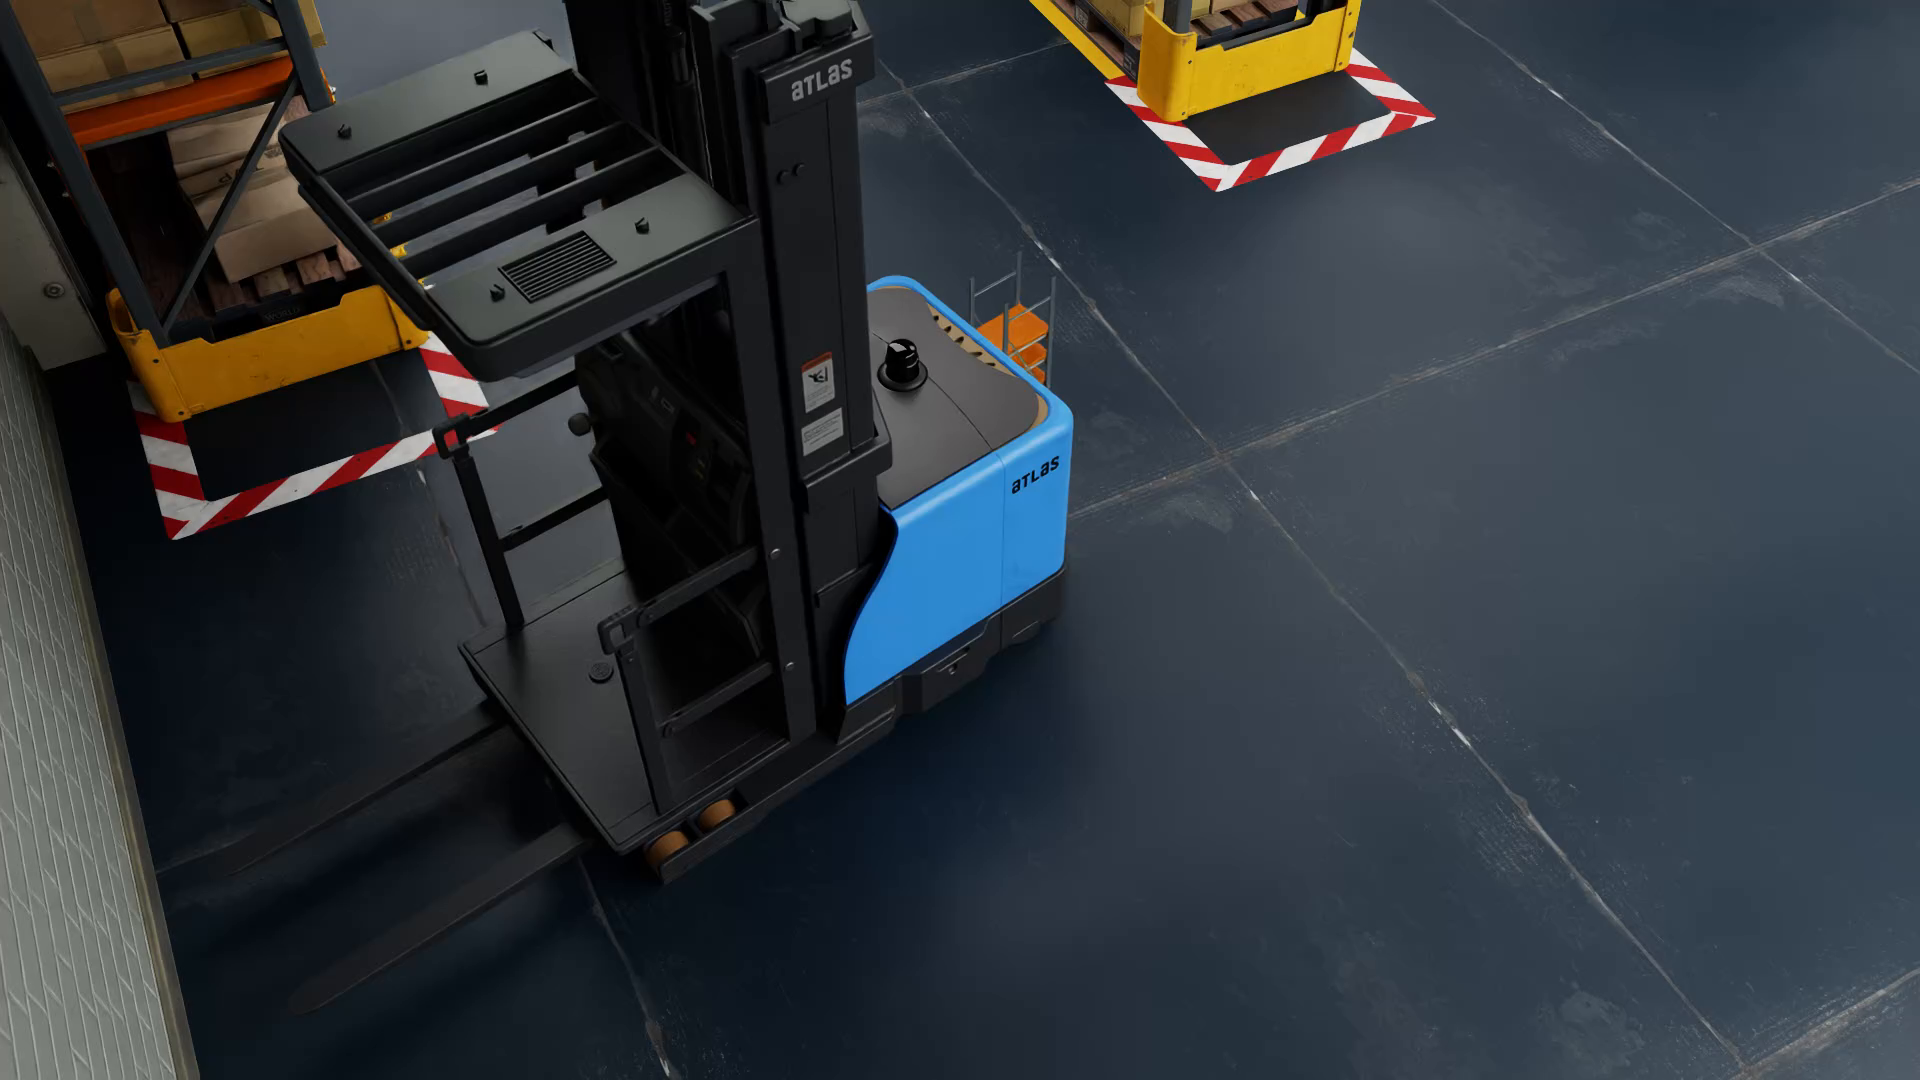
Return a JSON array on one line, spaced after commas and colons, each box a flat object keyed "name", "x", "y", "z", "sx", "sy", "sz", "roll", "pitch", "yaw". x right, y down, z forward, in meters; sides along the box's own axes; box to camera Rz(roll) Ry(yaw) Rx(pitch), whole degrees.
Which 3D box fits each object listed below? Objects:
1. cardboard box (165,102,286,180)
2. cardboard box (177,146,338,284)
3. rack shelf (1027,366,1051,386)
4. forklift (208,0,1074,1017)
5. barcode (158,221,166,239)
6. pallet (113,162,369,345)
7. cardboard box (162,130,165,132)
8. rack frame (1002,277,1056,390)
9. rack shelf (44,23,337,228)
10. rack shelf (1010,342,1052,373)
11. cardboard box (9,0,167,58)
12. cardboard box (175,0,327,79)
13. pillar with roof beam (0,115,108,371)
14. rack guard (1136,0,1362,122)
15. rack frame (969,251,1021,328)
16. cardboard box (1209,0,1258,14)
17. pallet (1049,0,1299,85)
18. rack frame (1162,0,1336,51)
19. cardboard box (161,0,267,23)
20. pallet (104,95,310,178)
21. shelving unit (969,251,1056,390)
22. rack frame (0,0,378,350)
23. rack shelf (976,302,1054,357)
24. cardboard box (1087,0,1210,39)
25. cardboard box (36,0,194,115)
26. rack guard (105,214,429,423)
[{"name": "cardboard box", "x": -3.414, "y": -1.868, "z": 7.778, "sx": 0.500, "sy": 0.311, "sz": 0.500, "roll": -17, "pitch": 51, "yaw": -15}, {"name": "cardboard box", "x": -3.153, "y": -1.487, "z": 7.444, "sx": 0.500, "sy": 0.311, "sz": 0.500, "roll": -27, "pitch": 54, "yaw": -21}, {"name": "rack shelf", "x": 0.185, "y": -0.576, "z": 6.249, "sx": 0.258, "sy": 0.103, "sz": 0.180, "roll": -33, "pitch": 56, "yaw": -25}, {"name": "forklift", "x": -1.064, "y": -0.274, "z": 4.935, "sx": 3.031, "sy": 2.935, "sz": 1.130, "roll": -31, "pitch": 56, "yaw": -24}, {"name": "barcode", "x": -3.517, "y": -1.364, "z": 7.331, "sx": 0.001, "sy": 0.075, "sz": 0.075, "roll": -21, "pitch": 52, "yaw": -18}, {"name": "pallet", "x": -3.292, "y": -1.422, "z": 7.746, "sx": 1.003, "sy": 0.211, "sz": 1.213, "roll": -21, "pitch": 52, "yaw": -18}, {"name": "cardboard box", "x": -3.706, "y": -2.439, "z": 8.151, "sx": 0.700, "sy": 0.500, "sz": 0.500, "roll": -24, "pitch": 53, "yaw": -20}, {"name": "rack frame", "x": 0.244, "y": -0.474, "z": 6.260, "sx": 0.240, "sy": 1.200, "sz": 0.006, "roll": -33, "pitch": 56, "yaw": -25}, {"name": "rack shelf", "x": -3.832, "y": -2.835, "z": 7.607, "sx": 1.077, "sy": 0.370, "sz": 4.000, "roll": -21, "pitch": 52, "yaw": -18}, {"name": "rack shelf", "x": 0.185, "y": -0.655, "z": 6.159, "sx": 0.258, "sy": 0.103, "sz": 0.180, "roll": -33, "pitch": 56, "yaw": -25}, {"name": "cardboard box", "x": -3.322, "y": -2.179, "z": 6.144, "sx": 0.500, "sy": 0.500, "sz": 0.500, "roll": -22, "pitch": 52, "yaw": -18}, {"name": "cardboard box", "x": -2.858, "y": -2.126, "z": 6.596, "sx": 0.500, "sy": 0.250, "sz": 0.500, "roll": -23, "pitch": 53, "yaw": -19}, {"name": "pillar with roof beam", "x": -0.178, "y": -5.361, "z": 5.353, "sx": 9.100, "sy": 9.000, "sz": 0.400, "roll": -21, "pitch": 52, "yaw": -18}, {"name": "rack guard", "x": 1.497, "y": -2.603, "z": 8.587, "sx": 1.175, "sy": 0.500, "sz": 0.348, "roll": -21, "pitch": 52, "yaw": -18}, {"name": "rack frame", "x": 0.126, "y": -0.579, "z": 6.352, "sx": 0.240, "sy": 1.200, "sz": 0.006, "roll": -33, "pitch": 56, "yaw": -25}, {"name": "cardboard box", "x": 1.438, "y": -3.110, "z": 8.918, "sx": 0.500, "sy": 0.250, "sz": 0.500, "roll": -21, "pitch": 52, "yaw": -18}, {"name": "pallet", "x": 1.099, "y": -3.021, "z": 9.145, "sx": 1.003, "sy": 0.211, "sz": 1.213, "roll": -21, "pitch": 52, "yaw": -18}, {"name": "rack frame", "x": 1.486, "y": -3.442, "z": 7.660, "sx": 1.000, "sy": 3.000, "sz": 0.127, "roll": -21, "pitch": 52, "yaw": -18}, {"name": "cardboard box", "x": -2.868, "y": -2.360, "z": 6.302, "sx": 0.500, "sy": 0.500, "sz": 0.500, "roll": -21, "pitch": 52, "yaw": -17}, {"name": "pallet", "x": -3.846, "y": -2.237, "z": 8.459, "sx": 1.003, "sy": 0.211, "sz": 1.213, "roll": -21, "pitch": 52, "yaw": -18}, {"name": "shelving unit", "x": 0.185, "y": -0.526, "z": 6.306, "sx": 0.258, "sy": 1.200, "sz": 0.189, "roll": -33, "pitch": 56, "yaw": -25}, {"name": "rack frame", "x": -2.917, "y": -1.733, "z": 6.166, "sx": 1.000, "sy": 3.000, "sz": 0.127, "roll": -21, "pitch": 52, "yaw": -18}, {"name": "rack shelf", "x": 0.185, "y": -0.734, "z": 6.068, "sx": 0.258, "sy": 0.103, "sz": 0.180, "roll": -33, "pitch": 56, "yaw": -25}, {"name": "cardboard box", "x": 0.978, "y": -2.932, "z": 8.762, "sx": 0.500, "sy": 0.250, "sz": 0.500, "roll": -21, "pitch": 52, "yaw": -18}, {"name": "cardboard box", "x": -3.303, "y": -1.936, "z": 6.430, "sx": 0.500, "sy": 0.250, "sz": 0.500, "roll": -20, "pitch": 52, "yaw": -17}, {"name": "rack guard", "x": -2.952, "y": -0.961, "z": 7.151, "sx": 1.175, "sy": 0.500, "sz": 0.348, "roll": -21, "pitch": 52, "yaw": -18}]
